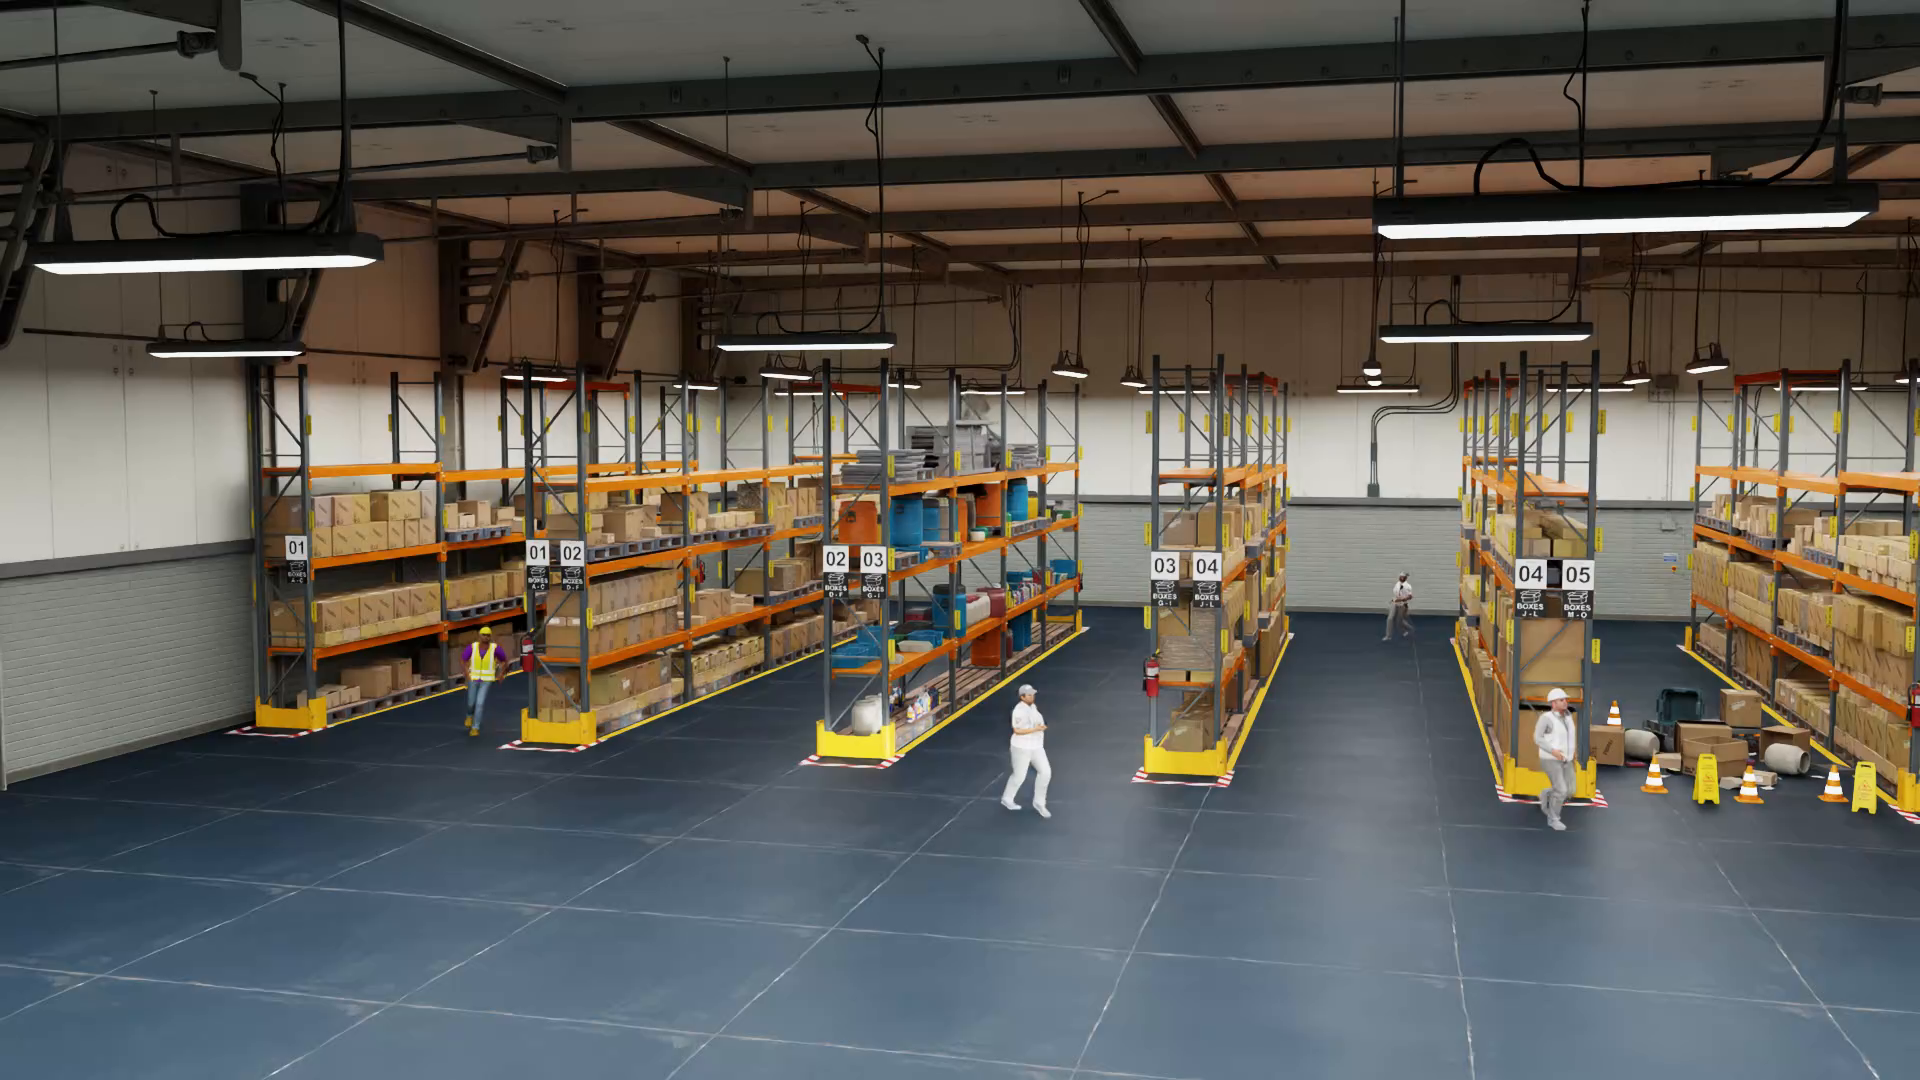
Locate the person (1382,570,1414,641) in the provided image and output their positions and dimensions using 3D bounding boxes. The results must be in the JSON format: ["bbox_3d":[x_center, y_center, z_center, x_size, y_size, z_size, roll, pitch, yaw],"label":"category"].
[{"bbox_3d":[10.232,1.524,38.488,0.855,1.662,0.615,-2,5,-30],"label":"person"}]

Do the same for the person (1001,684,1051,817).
[{"bbox_3d":[0.850,2.711,21.337,0.729,1.713,0.590,3,5,40],"label":"person"}]

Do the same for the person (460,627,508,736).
[{"bbox_3d":[-7.748,2.269,27.060,0.753,1.736,0.786,-1,4,-12],"label":"person"}]

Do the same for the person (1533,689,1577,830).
[{"bbox_3d":[7.437,2.715,20.767,0.704,1.739,0.617,-2,5,-29],"label":"person"}]
